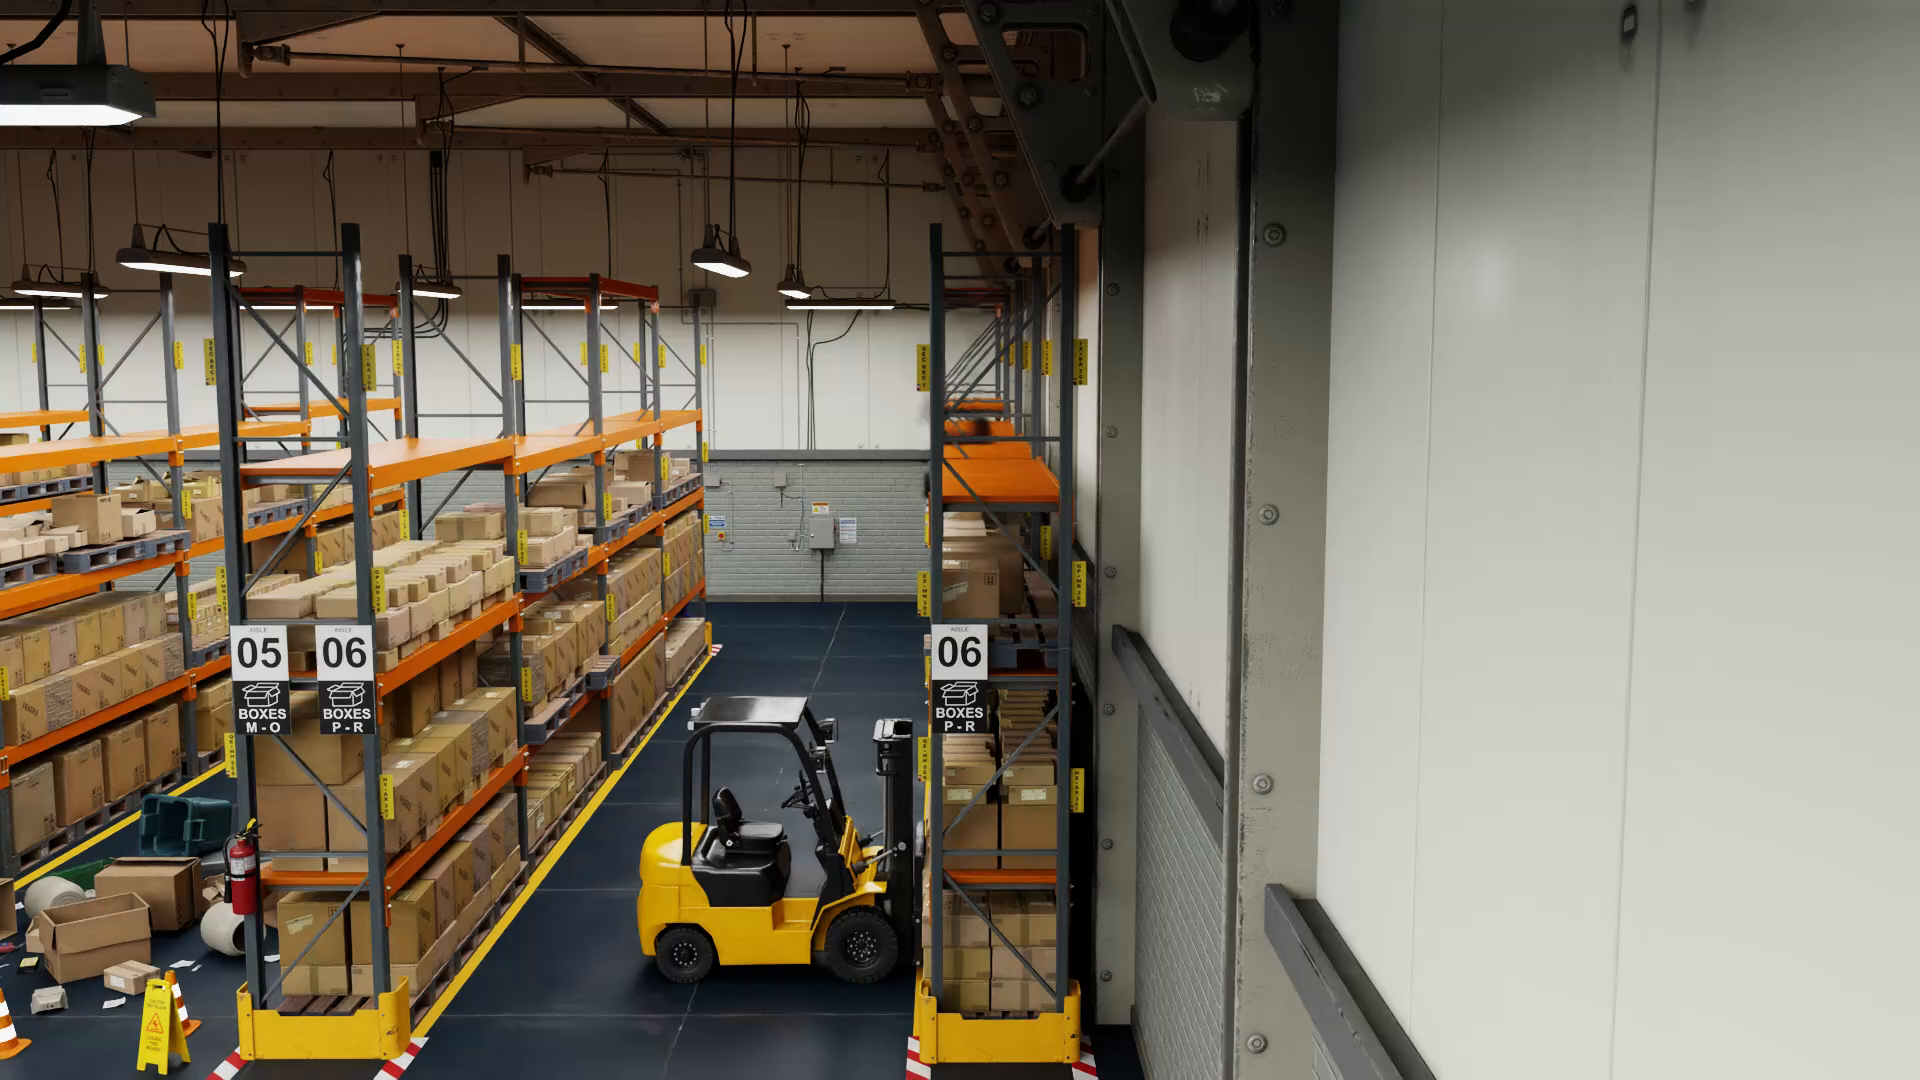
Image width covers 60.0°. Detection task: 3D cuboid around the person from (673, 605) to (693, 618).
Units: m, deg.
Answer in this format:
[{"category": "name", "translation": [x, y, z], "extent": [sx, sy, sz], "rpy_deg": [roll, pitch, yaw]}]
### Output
[{"category": "person", "translation": [-4.935, 0.969, 29.148], "extent": [0.884, 1.623, 0.636], "rpy_deg": [2, 7, 16]}]
